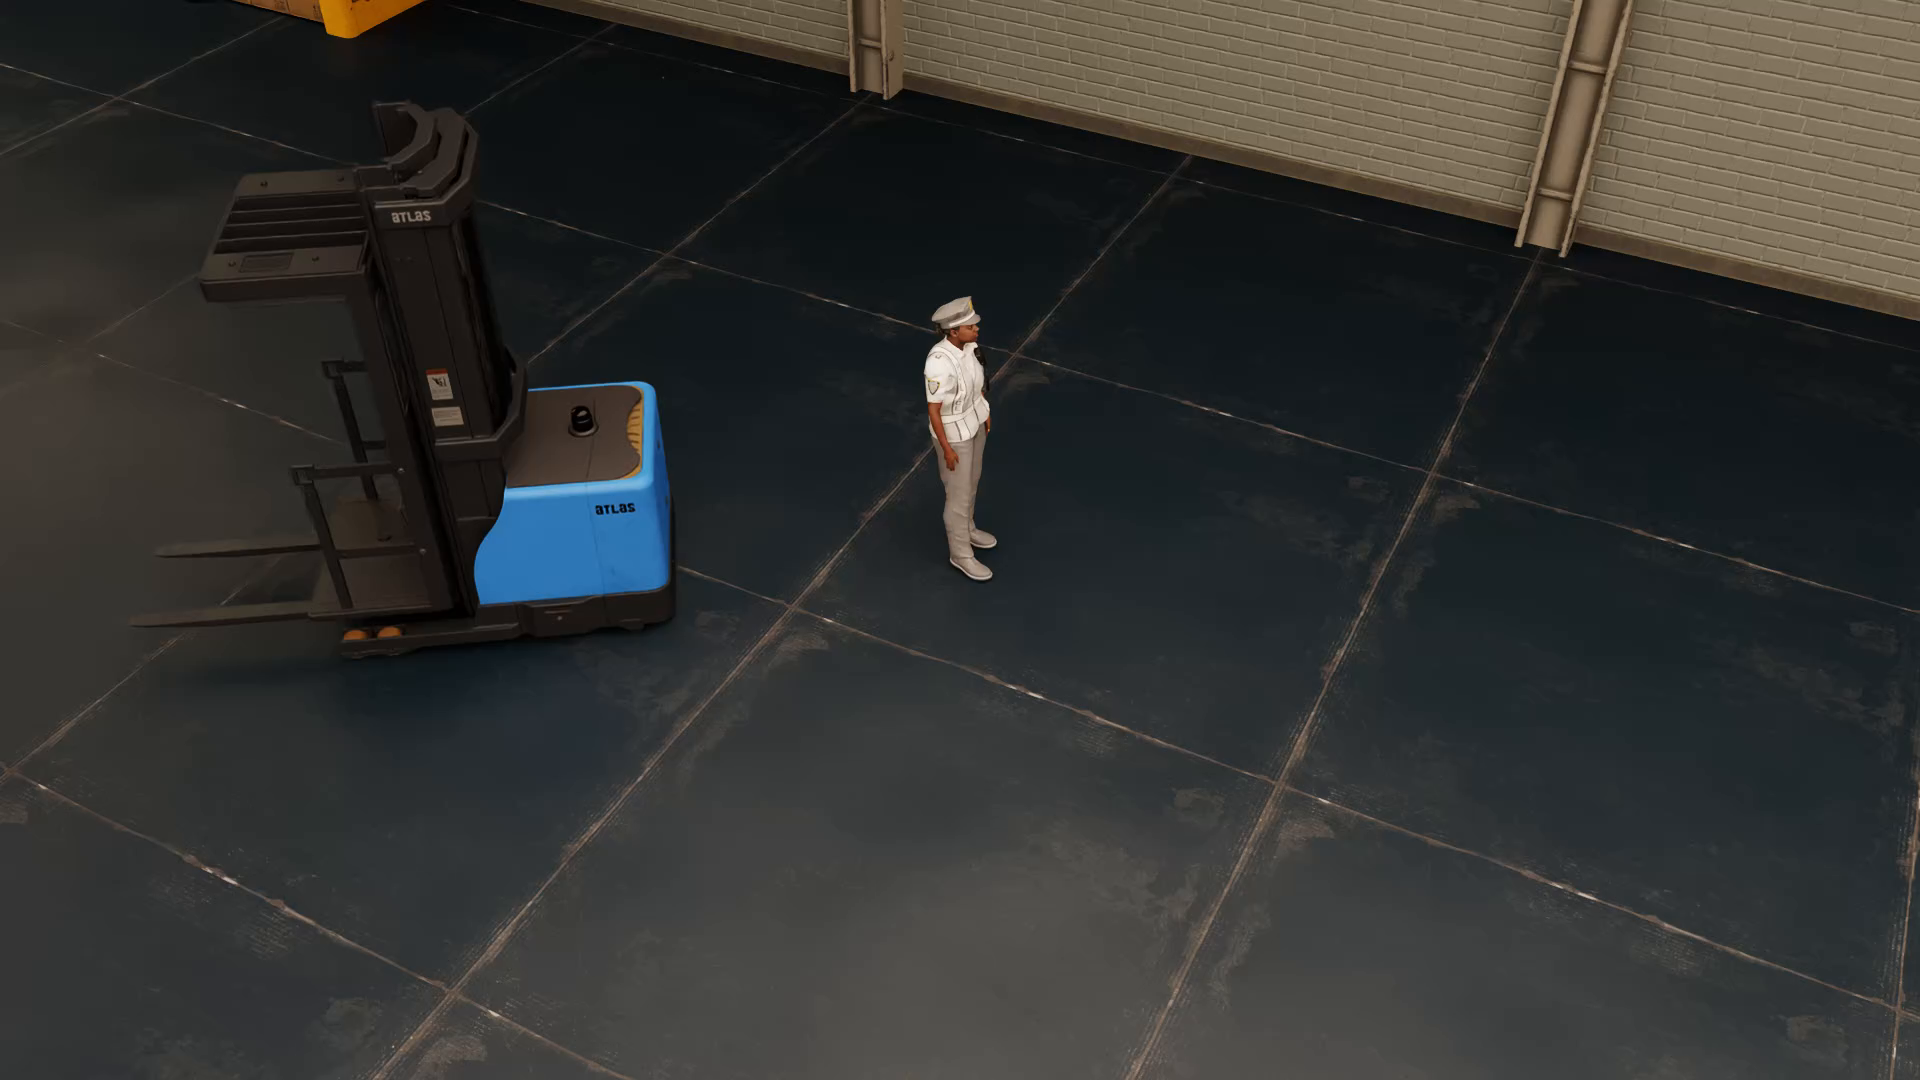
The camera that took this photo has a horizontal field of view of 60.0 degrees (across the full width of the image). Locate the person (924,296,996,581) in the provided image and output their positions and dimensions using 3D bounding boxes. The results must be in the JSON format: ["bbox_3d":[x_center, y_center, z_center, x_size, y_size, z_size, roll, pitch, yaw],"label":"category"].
[{"bbox_3d":[0.058,-0.620,9.671,0.528,1.695,0.569,18,43,21],"label":"person"}]

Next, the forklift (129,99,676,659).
[{"bbox_3d":[-3.211,-0.809,8.947,3.031,2.935,1.130,-5,40,-6],"label":"forklift"}]
